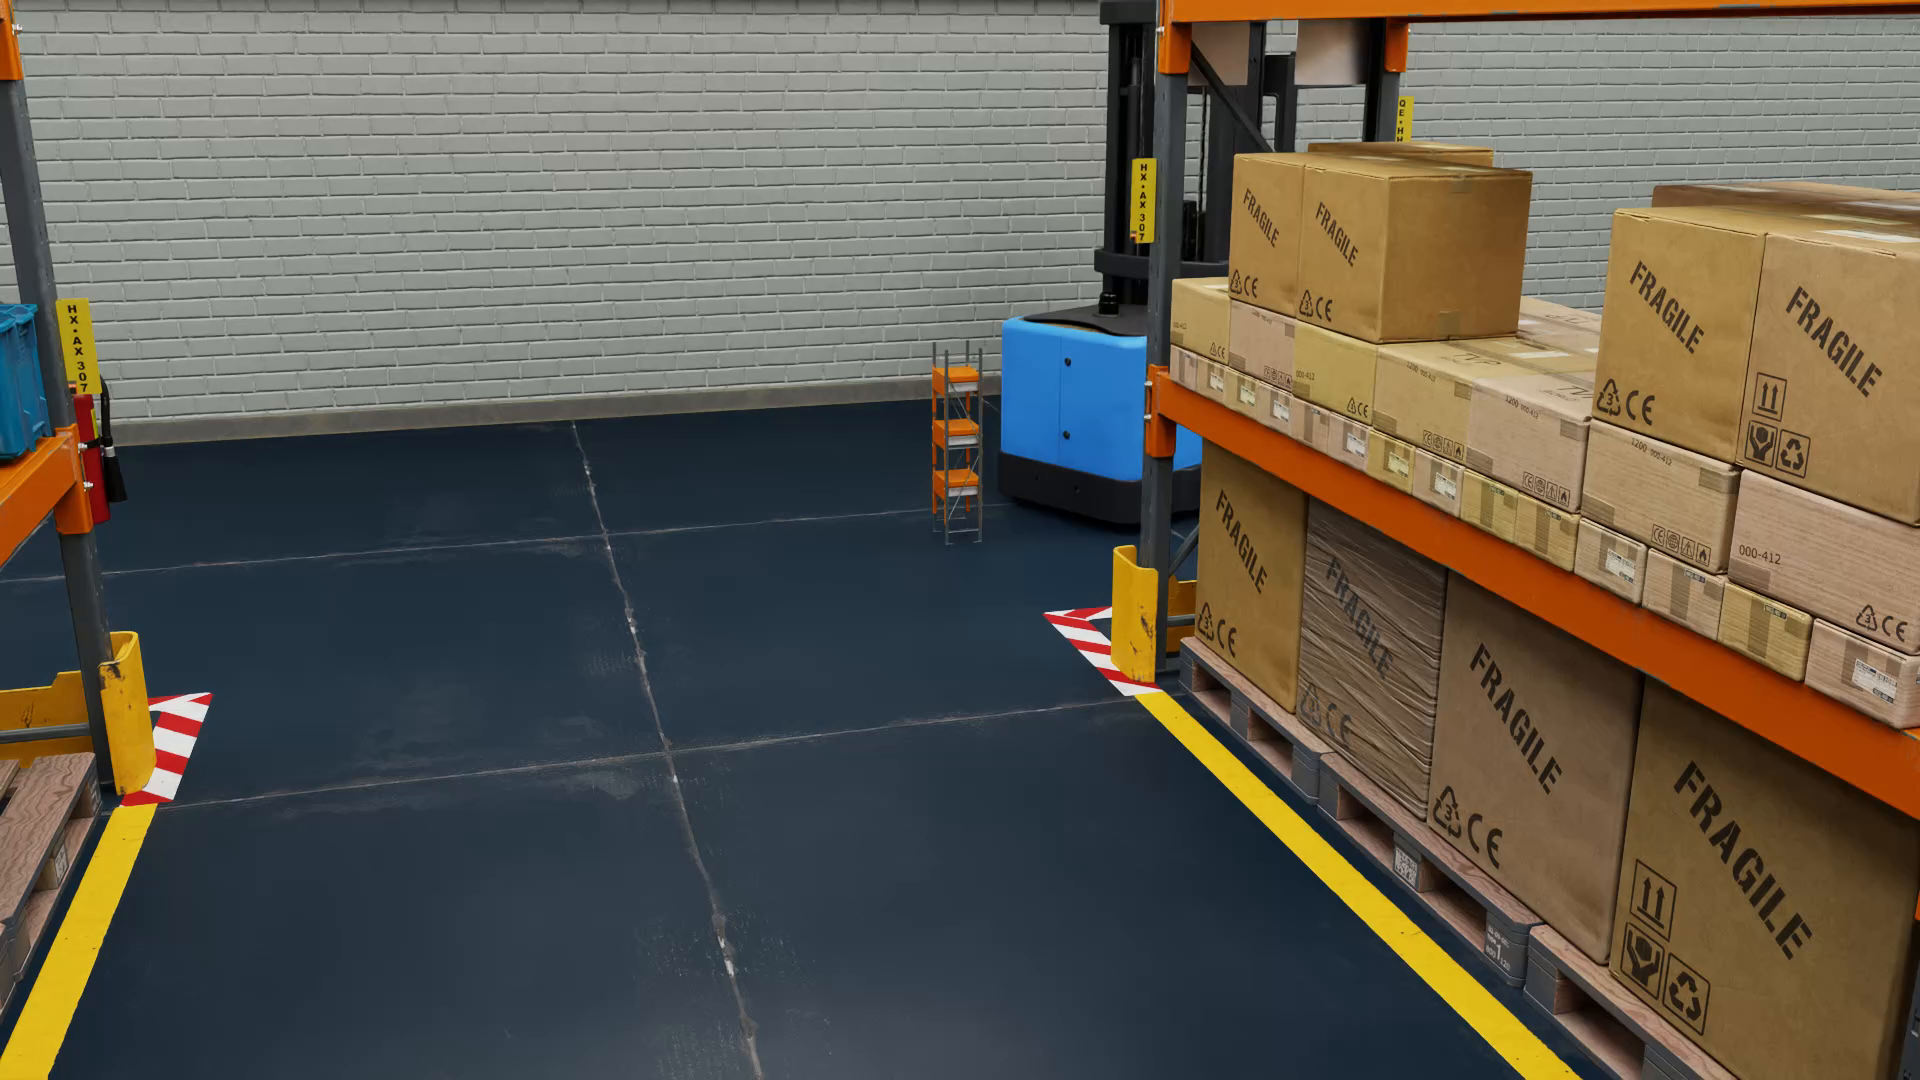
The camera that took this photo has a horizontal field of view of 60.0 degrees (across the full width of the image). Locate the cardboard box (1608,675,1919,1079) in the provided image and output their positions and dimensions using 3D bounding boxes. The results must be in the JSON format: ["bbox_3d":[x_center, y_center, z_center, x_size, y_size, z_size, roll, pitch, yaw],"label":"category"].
[{"bbox_3d":[2.248,0.815,3.990,0.875,0.875,0.875,-5,17,-15],"label":"cardboard box"}]

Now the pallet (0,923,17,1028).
[{"bbox_3d":[-2.988,1.376,4.005,1.003,0.211,1.213,-5,17,-15],"label":"pallet"}]

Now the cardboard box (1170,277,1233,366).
[{"bbox_3d":[1.126,-0.836,6.265,0.500,0.250,0.500,-5,17,-17],"label":"cardboard box"}]

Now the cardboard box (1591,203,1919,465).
[{"bbox_3d":[1.836,-0.488,3.802,0.500,0.500,0.500,-5,17,-15],"label":"cardboard box"}]

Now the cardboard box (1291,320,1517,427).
[{"bbox_3d":[1.410,-0.553,5.324,0.500,0.250,0.500,-5,18,-17],"label":"cardboard box"}]

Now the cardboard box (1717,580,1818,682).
[{"bbox_3d":[1.883,0.178,3.584,0.380,0.149,0.250,-4,17,-14],"label":"cardboard box"}]

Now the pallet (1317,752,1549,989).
[{"bbox_3d":[1.880,0.968,5.363,1.003,0.211,1.213,-5,17,-15],"label":"pallet"}]

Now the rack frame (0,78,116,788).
[{"bbox_3d":[-3.509,-0.528,5.495,1.000,3.000,0.127,-5,17,-15],"label":"rack frame"}]

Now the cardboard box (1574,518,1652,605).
[{"bbox_3d":[1.742,0.036,4.056,0.380,0.149,0.250,-4,17,-14],"label":"cardboard box"}]

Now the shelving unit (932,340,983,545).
[{"bbox_3d":[-0.015,-0.518,8.850,0.215,1.050,0.252,-5,17,-15],"label":"shelving unit"}]

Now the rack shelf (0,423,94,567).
[{"bbox_3d":[-2.959,0.370,3.757,1.077,0.370,4.000,-5,17,-15],"label":"rack shelf"}]

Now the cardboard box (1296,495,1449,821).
[{"bbox_3d":[1.757,0.319,5.638,0.875,0.875,0.875,-5,17,-15],"label":"cardboard box"}]

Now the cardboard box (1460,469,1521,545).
[{"bbox_3d":[1.601,-0.107,4.529,0.380,0.149,0.250,-5,17,-16],"label":"cardboard box"}]

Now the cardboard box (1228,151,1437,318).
[{"bbox_3d":[1.263,-1.057,5.696,0.500,0.500,0.500,-5,17,-17],"label":"cardboard box"}]

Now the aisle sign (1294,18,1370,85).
[{"bbox_3d":[1.522,-2.208,6.570,0.394,0.787,0.004,-5,17,-15],"label":"aisle sign"}]

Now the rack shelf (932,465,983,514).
[{"bbox_3d":[-0.015,-0.241,8.933,0.215,0.259,0.240,-5,17,-15],"label":"rack shelf"}]

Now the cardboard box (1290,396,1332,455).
[{"bbox_3d":[1.318,-0.391,5.476,0.380,0.149,0.250,-5,17,-16],"label":"cardboard box"}]

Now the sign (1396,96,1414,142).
[{"bbox_3d":[1.779,-1.626,6.728,0.100,0.325,0.005,-5,17,-15],"label":"sign"}]

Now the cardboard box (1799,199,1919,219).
[{"bbox_3d":[2.339,-0.532,3.950,0.500,0.500,0.500,-5,17,-15],"label":"cardboard box"}]

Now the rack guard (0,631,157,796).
[{"bbox_3d":[-3.528,0.664,5.874,1.175,0.500,0.348,-5,17,-15],"label":"rack guard"}]

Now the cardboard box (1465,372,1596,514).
[{"bbox_3d":[1.694,-0.269,4.378,0.500,0.250,0.500,-4,17,-14],"label":"cardboard box"}]

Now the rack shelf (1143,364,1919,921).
[{"bbox_3d":[1.803,-0.022,5.061,1.077,0.370,4.000,-5,17,-15],"label":"rack shelf"}]

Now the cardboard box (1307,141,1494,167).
[{"bbox_3d":[1.640,-1.235,6.290,0.500,0.500,0.500,-4,17,-15],"label":"cardboard box"}]

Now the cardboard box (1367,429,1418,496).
[{"bbox_3d":[1.458,-0.249,5.005,0.380,0.149,0.250,-5,17,-17],"label":"cardboard box"}]

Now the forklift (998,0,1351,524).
[{"bbox_3d":[1.633,-1.816,9.903,3.031,2.935,1.130,-15,23,-42],"label":"forklift"}]

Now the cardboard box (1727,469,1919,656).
[{"bbox_3d":[1.979,0.015,3.432,0.500,0.250,0.500,-5,17,-16],"label":"cardboard box"}]

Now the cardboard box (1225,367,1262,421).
[{"bbox_3d":[1.177,-0.533,5.950,0.380,0.149,0.250,-5,17,-17],"label":"cardboard box"}]

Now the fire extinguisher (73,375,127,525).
[{"bbox_3d":[-3.113,-0.390,5.819,0.296,0.674,0.183,-5,17,-15],"label":"fire extinguisher"}]

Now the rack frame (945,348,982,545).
[{"bbox_3d":[0.019,-0.484,8.738,0.200,1.050,0.008,-5,17,-15],"label":"rack frame"}]

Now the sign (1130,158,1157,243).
[{"bbox_3d":[0.718,-1.330,6.522,0.100,0.325,0.005,-5,17,-15],"label":"sign"}]

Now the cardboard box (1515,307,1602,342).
[{"bbox_3d":[1.921,-0.596,5.465,0.500,0.250,0.500,-5,18,-17],"label":"cardboard box"}]

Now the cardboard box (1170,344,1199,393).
[{"bbox_3d":[1.034,-0.675,6.421,0.380,0.149,0.250,-4,17,-15],"label":"cardboard box"}]
